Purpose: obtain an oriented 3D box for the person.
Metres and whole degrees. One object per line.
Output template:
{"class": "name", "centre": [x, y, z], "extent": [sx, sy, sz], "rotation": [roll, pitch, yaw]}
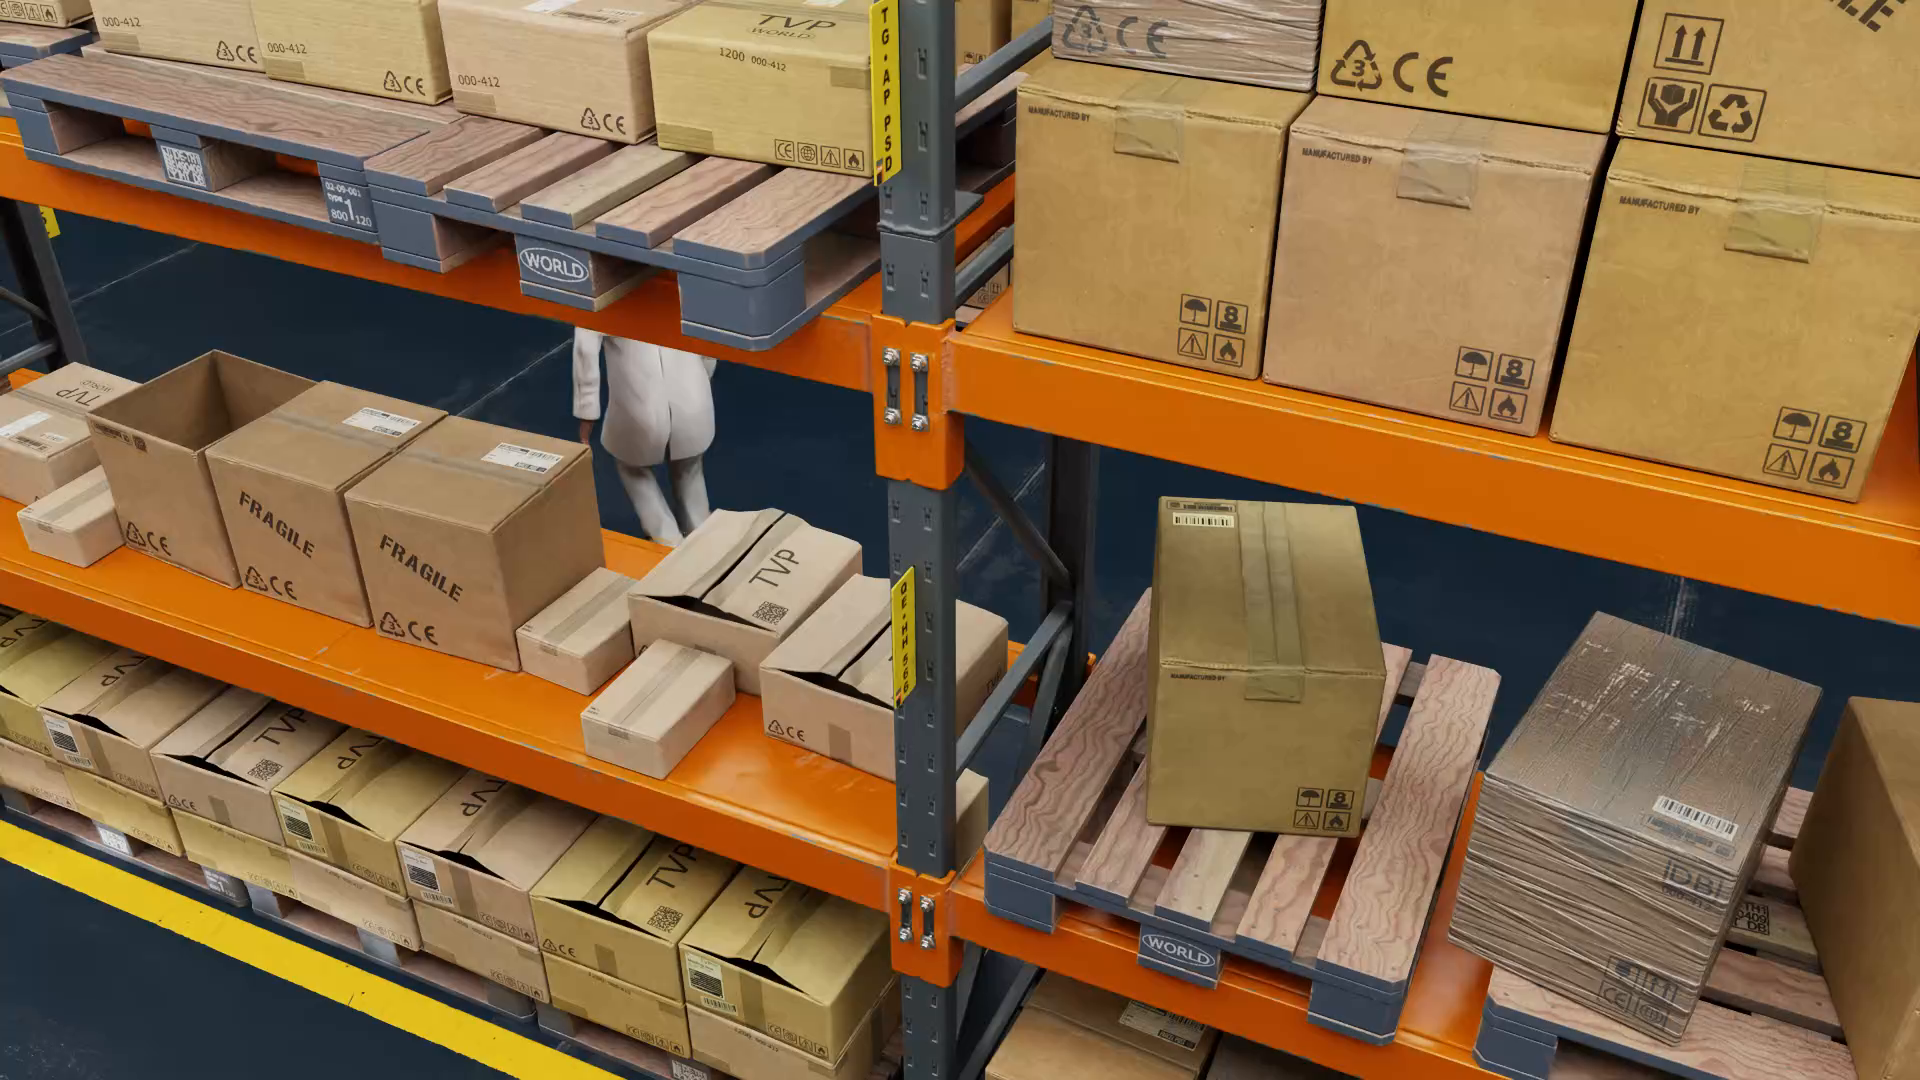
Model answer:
{"class": "person", "centre": [-1.292, -0.576, 7.088], "extent": [0.723, 1.721, 0.615], "rotation": [-15, 36, -21]}
